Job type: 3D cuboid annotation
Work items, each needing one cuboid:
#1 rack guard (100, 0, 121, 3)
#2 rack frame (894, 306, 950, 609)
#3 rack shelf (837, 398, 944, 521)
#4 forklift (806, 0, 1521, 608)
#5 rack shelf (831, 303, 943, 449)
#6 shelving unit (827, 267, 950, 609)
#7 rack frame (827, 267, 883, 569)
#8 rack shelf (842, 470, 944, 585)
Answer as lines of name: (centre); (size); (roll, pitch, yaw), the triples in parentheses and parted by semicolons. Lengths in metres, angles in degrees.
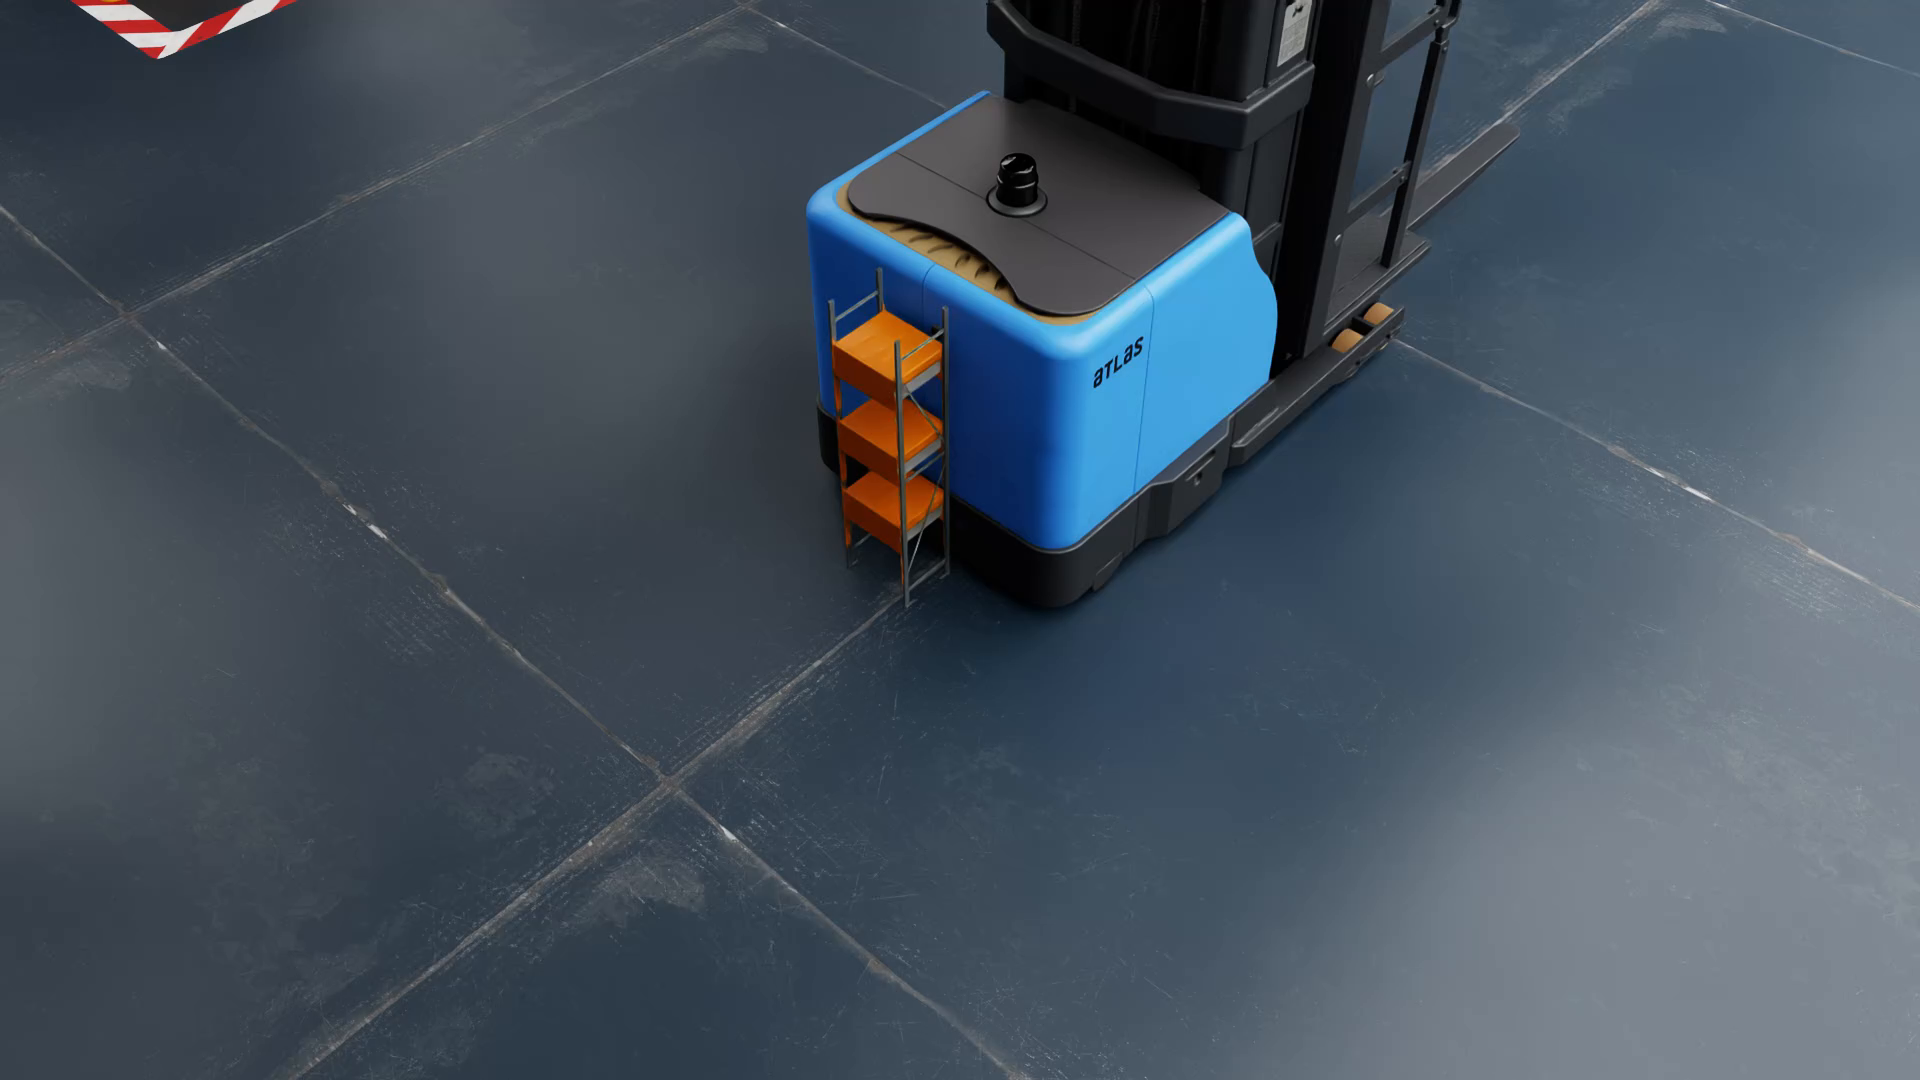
rack guard: (-3.584, -2.985, 7.710); (0.348, 0.500, 1.175); (34, 55, 28)
rack frame: (-0.101, -0.204, 4.722); (0.008, 1.050, 0.200); (34, 55, 27)
rack shelf: (-0.191, -0.257, 4.786); (0.240, 0.259, 0.215); (34, 55, 27)
forklift: (0.910, -1.793, 4.923); (1.130, 2.935, 3.031); (34, 55, 27)
rack shelf: (-0.191, -0.451, 4.579); (0.240, 0.259, 0.215); (34, 55, 27)
shelving unit: (-0.191, -0.264, 4.778); (0.252, 1.050, 0.215); (34, 55, 27)
rack frame: (-0.281, -0.324, 4.834); (0.008, 1.050, 0.200); (34, 55, 27)
rack shelf: (-0.191, -0.067, 4.988); (0.240, 0.259, 0.215); (34, 55, 27)
